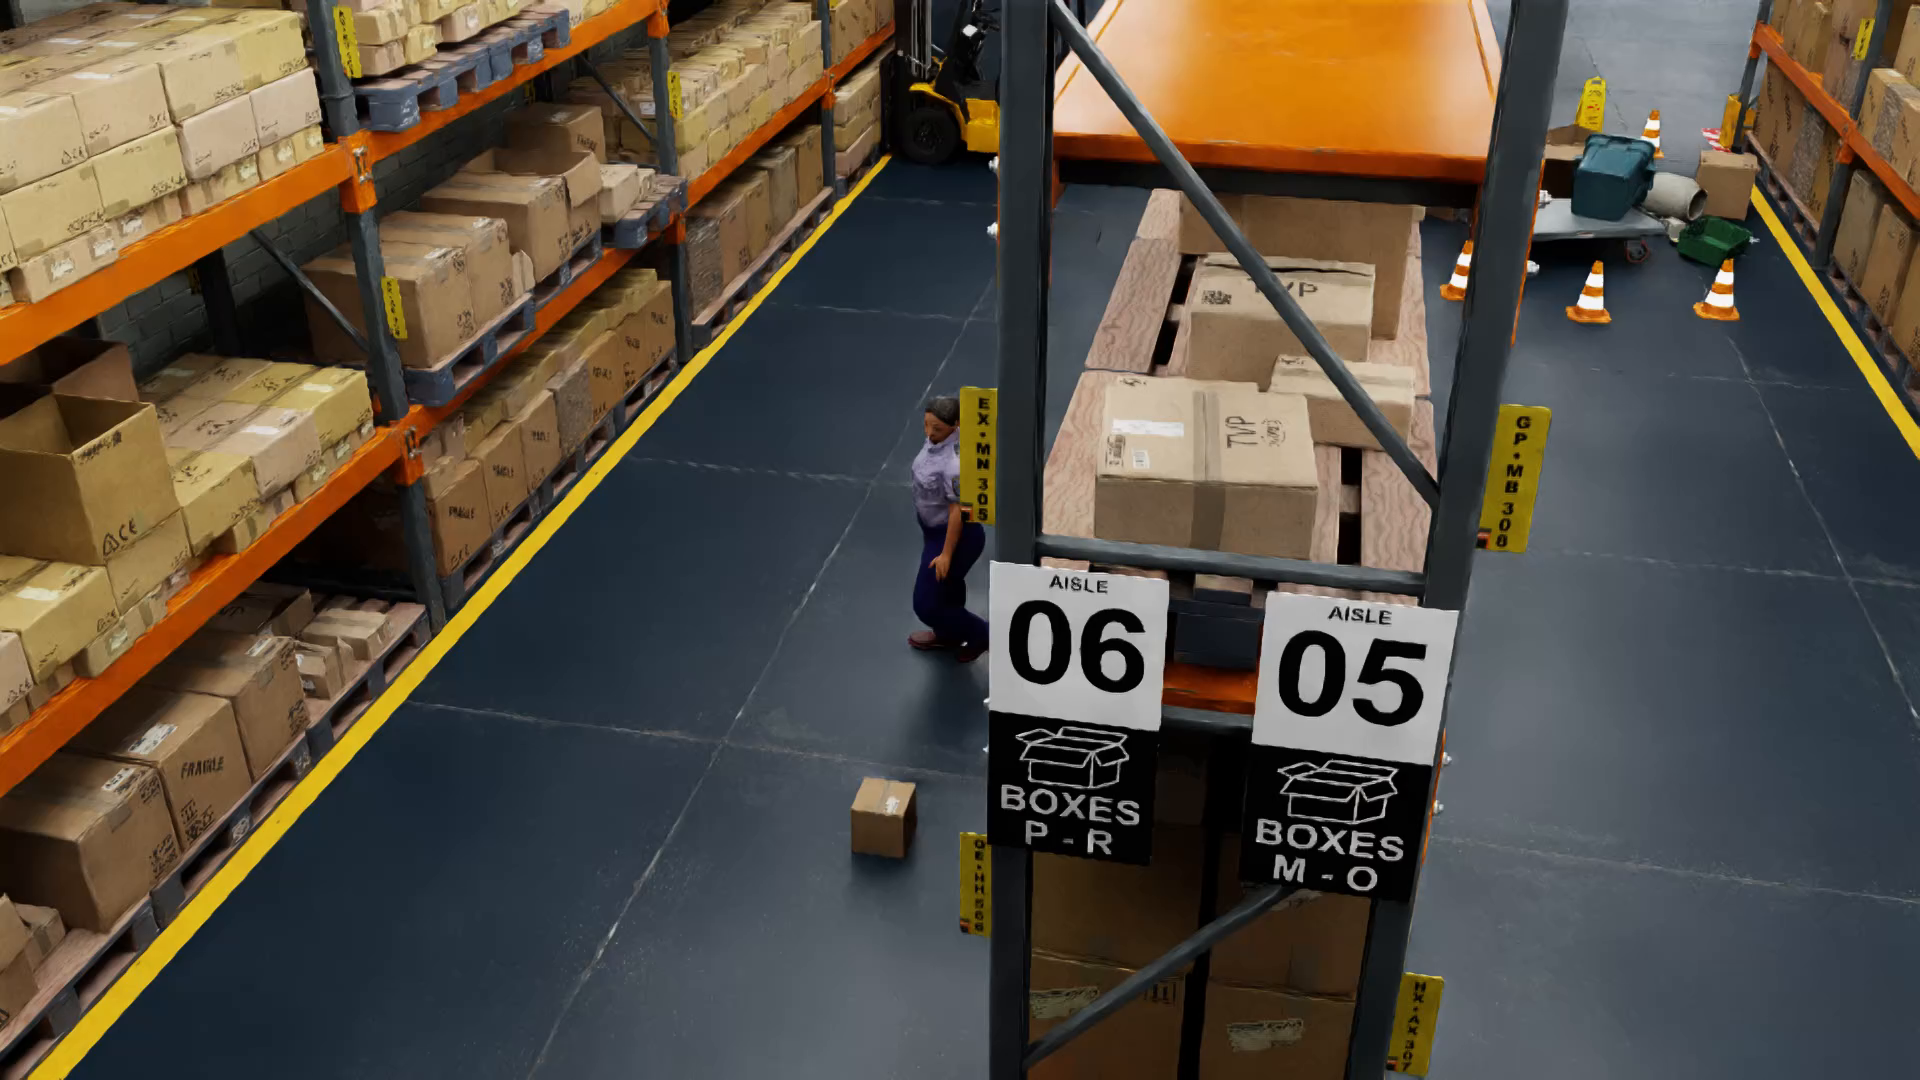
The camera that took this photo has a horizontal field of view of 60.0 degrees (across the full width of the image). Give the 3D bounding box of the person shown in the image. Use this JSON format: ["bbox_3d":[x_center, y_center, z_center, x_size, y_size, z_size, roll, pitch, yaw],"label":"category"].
[{"bbox_3d":[-0.038,-0.040,8.684,0.478,1.631,0.580,-5,29,-9],"label":"person"}]
